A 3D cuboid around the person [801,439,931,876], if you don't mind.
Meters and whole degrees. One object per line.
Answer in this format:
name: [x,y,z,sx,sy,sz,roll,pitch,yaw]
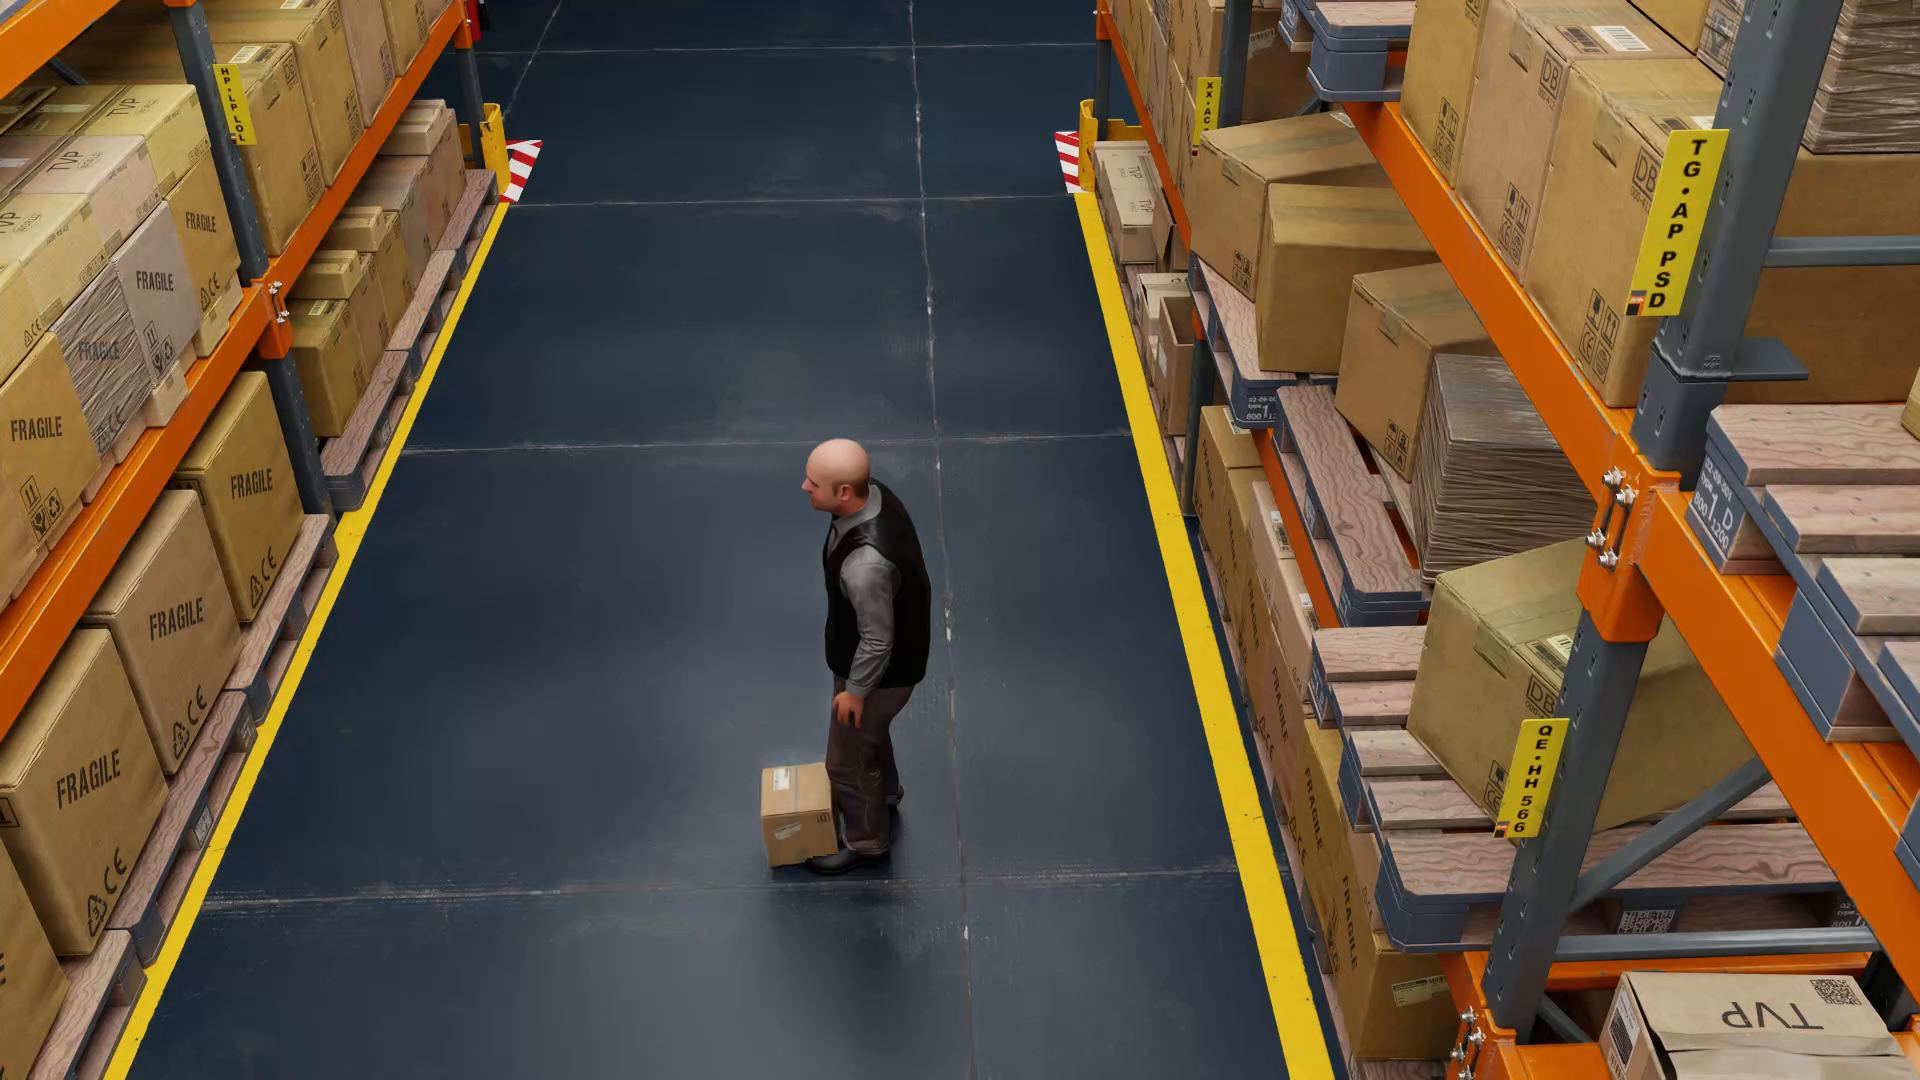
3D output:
person: [-0.331,0.396,5.600,0.473,1.722,0.569,-3,35,-4]
